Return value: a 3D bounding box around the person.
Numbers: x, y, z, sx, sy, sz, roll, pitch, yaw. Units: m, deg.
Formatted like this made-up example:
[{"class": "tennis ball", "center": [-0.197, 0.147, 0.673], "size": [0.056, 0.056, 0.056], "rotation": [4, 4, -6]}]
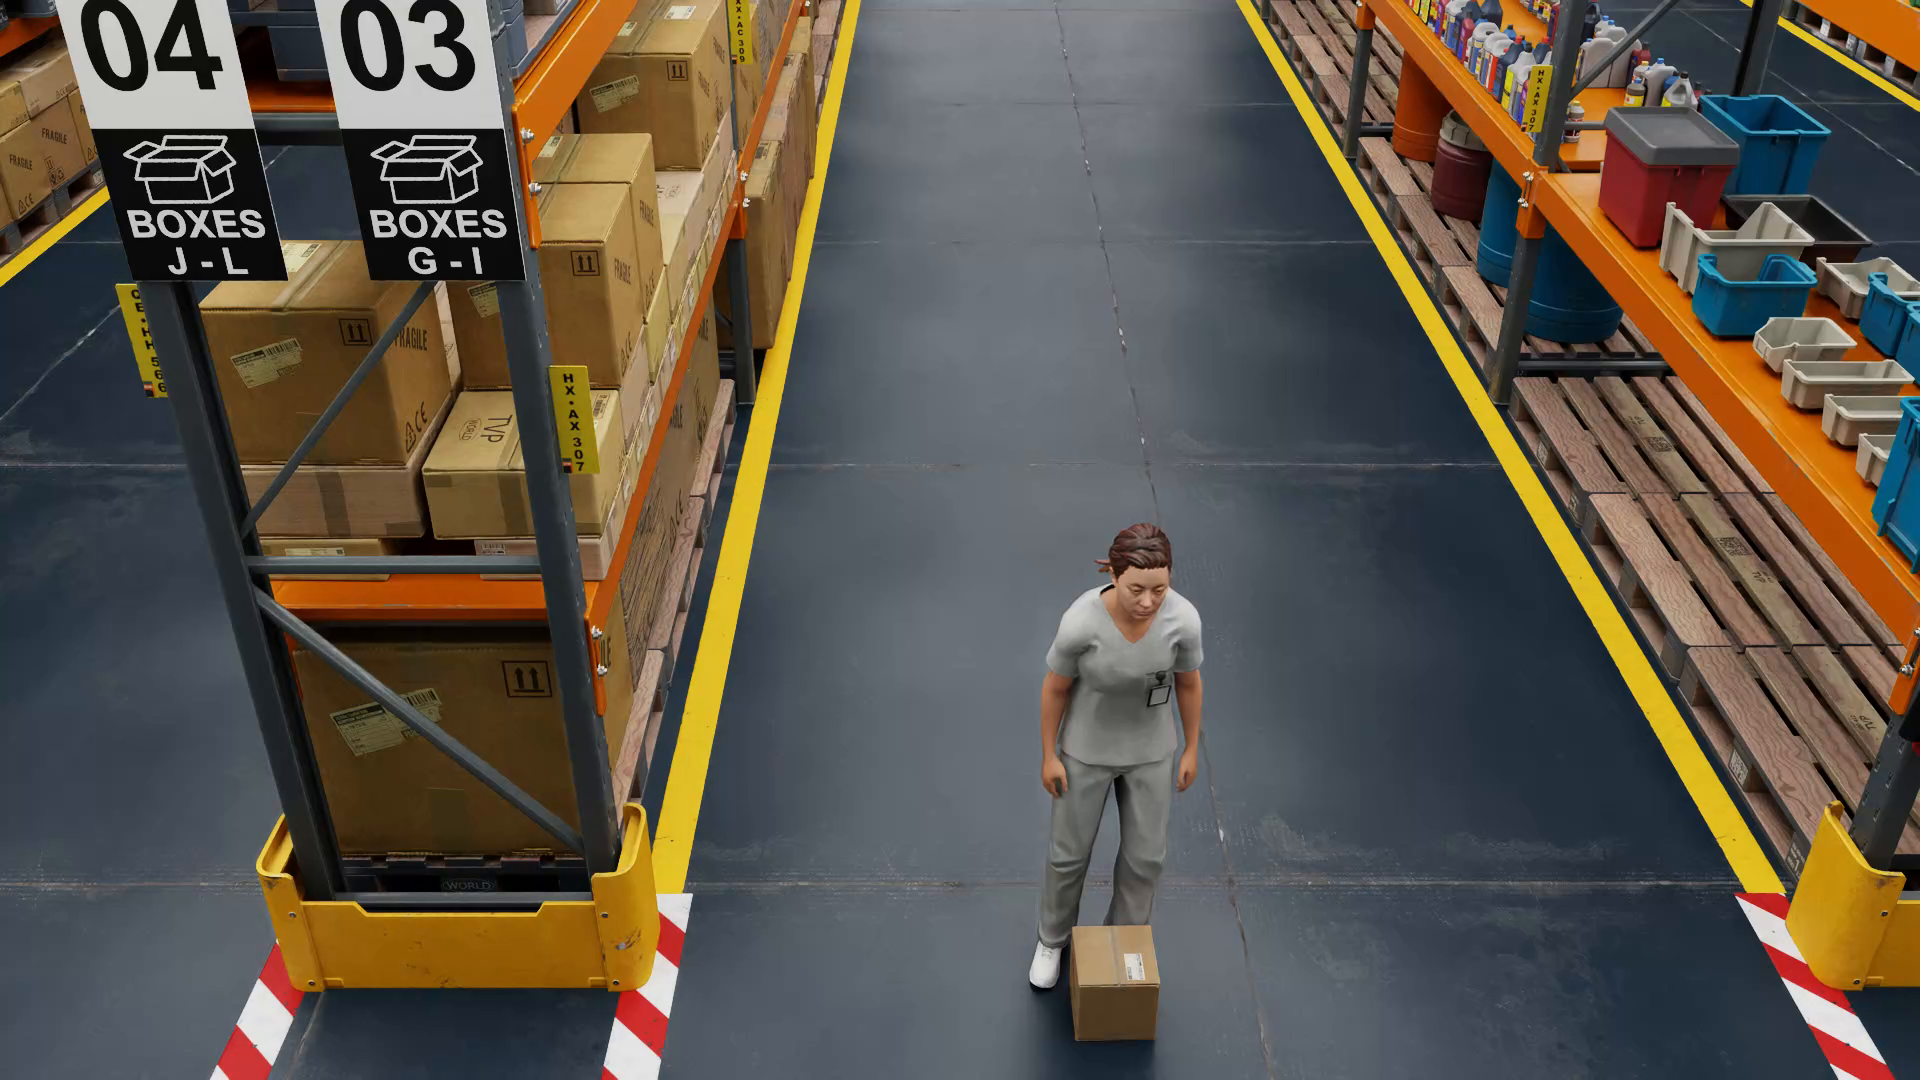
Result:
[{"class": "person", "center": [0.479, 0.672, 5.046], "size": [0.514, 1.672, 0.412], "rotation": [-2, 32, -3]}]
